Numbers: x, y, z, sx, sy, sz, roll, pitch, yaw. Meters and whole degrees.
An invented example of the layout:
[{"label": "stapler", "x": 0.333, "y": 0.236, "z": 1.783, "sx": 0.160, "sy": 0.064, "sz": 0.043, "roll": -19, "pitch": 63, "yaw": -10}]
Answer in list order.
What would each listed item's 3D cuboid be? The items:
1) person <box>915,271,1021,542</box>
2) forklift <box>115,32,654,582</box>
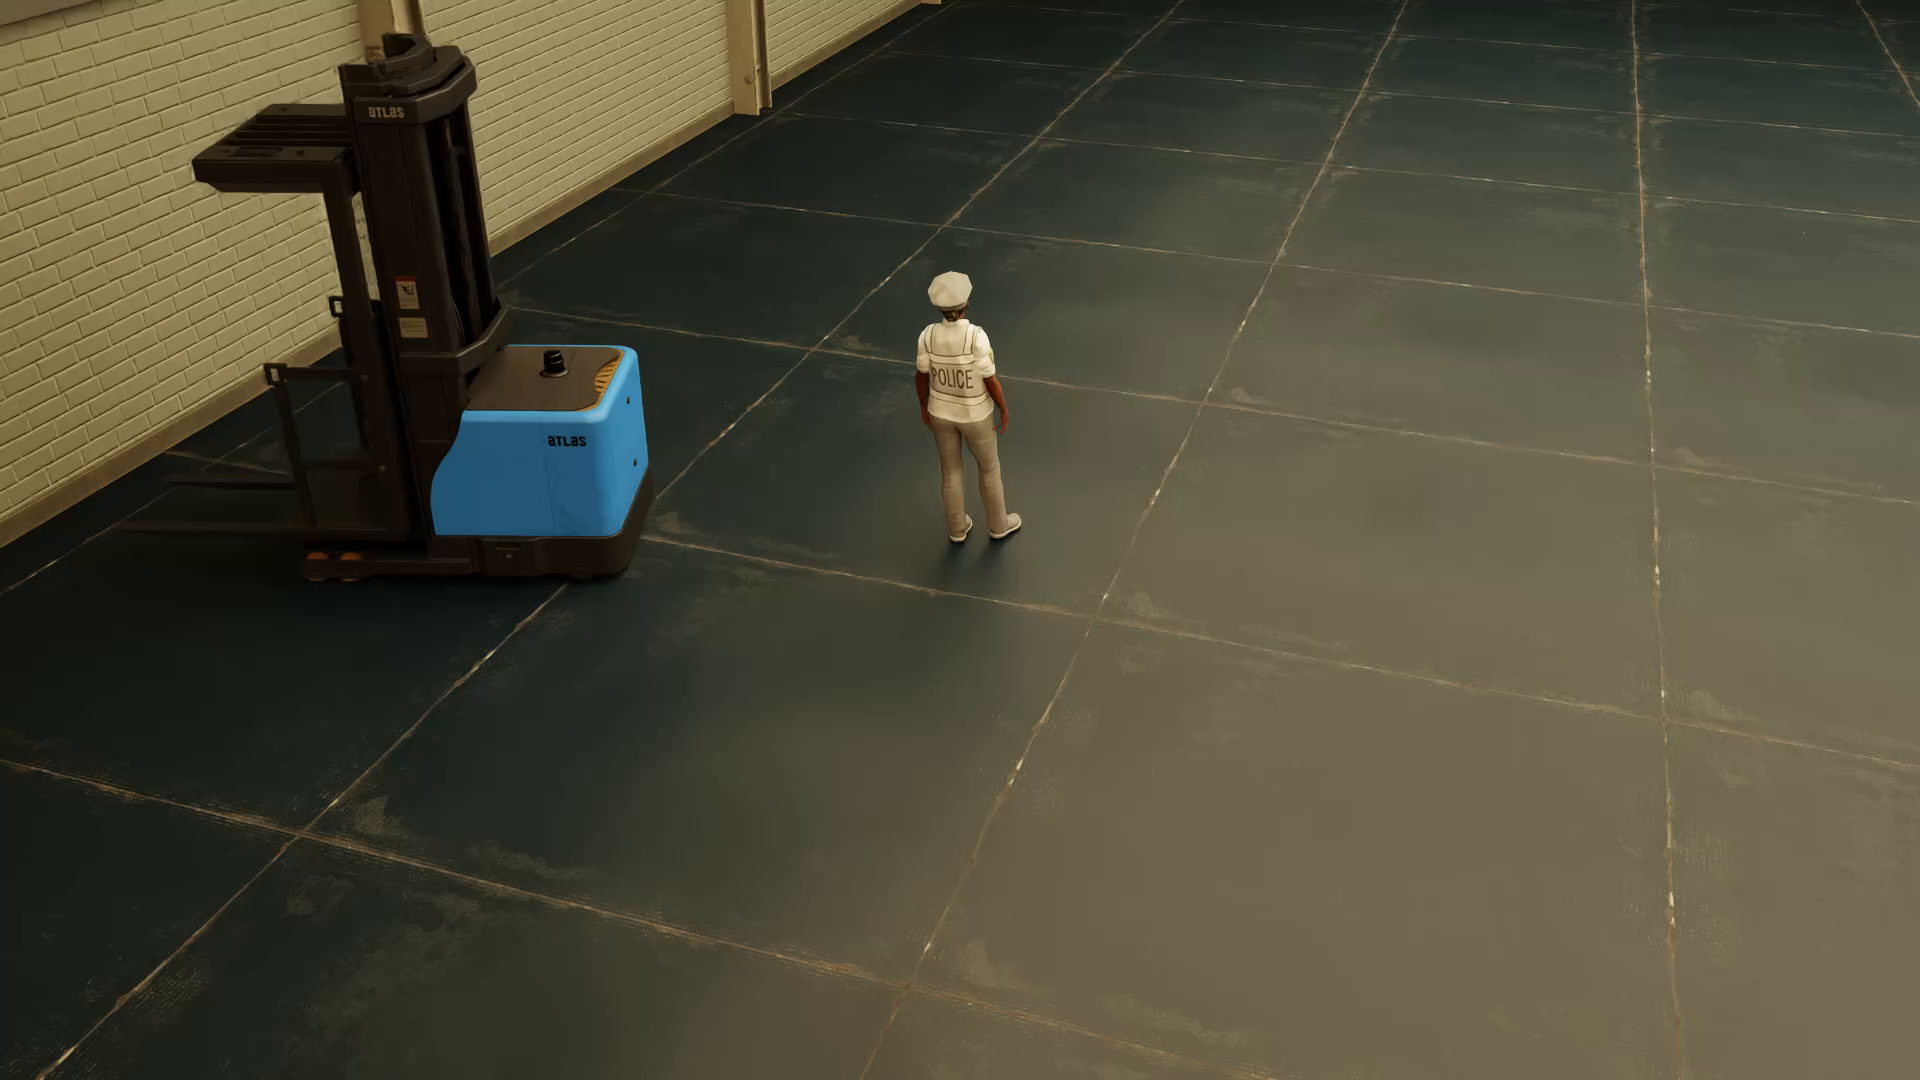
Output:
[{"label": "person", "x": 0.043, "y": -0.775, "z": 9.729, "sx": 0.569, "sy": 1.695, "sz": 0.528, "roll": 10, "pitch": 31, "yaw": 16}, {"label": "forklift", "x": -3.443, "y": -1.291, "z": 9.401, "sx": 3.031, "sy": 2.935, "sz": 1.130, "roll": 1, "pitch": 30, "yaw": 1}]
